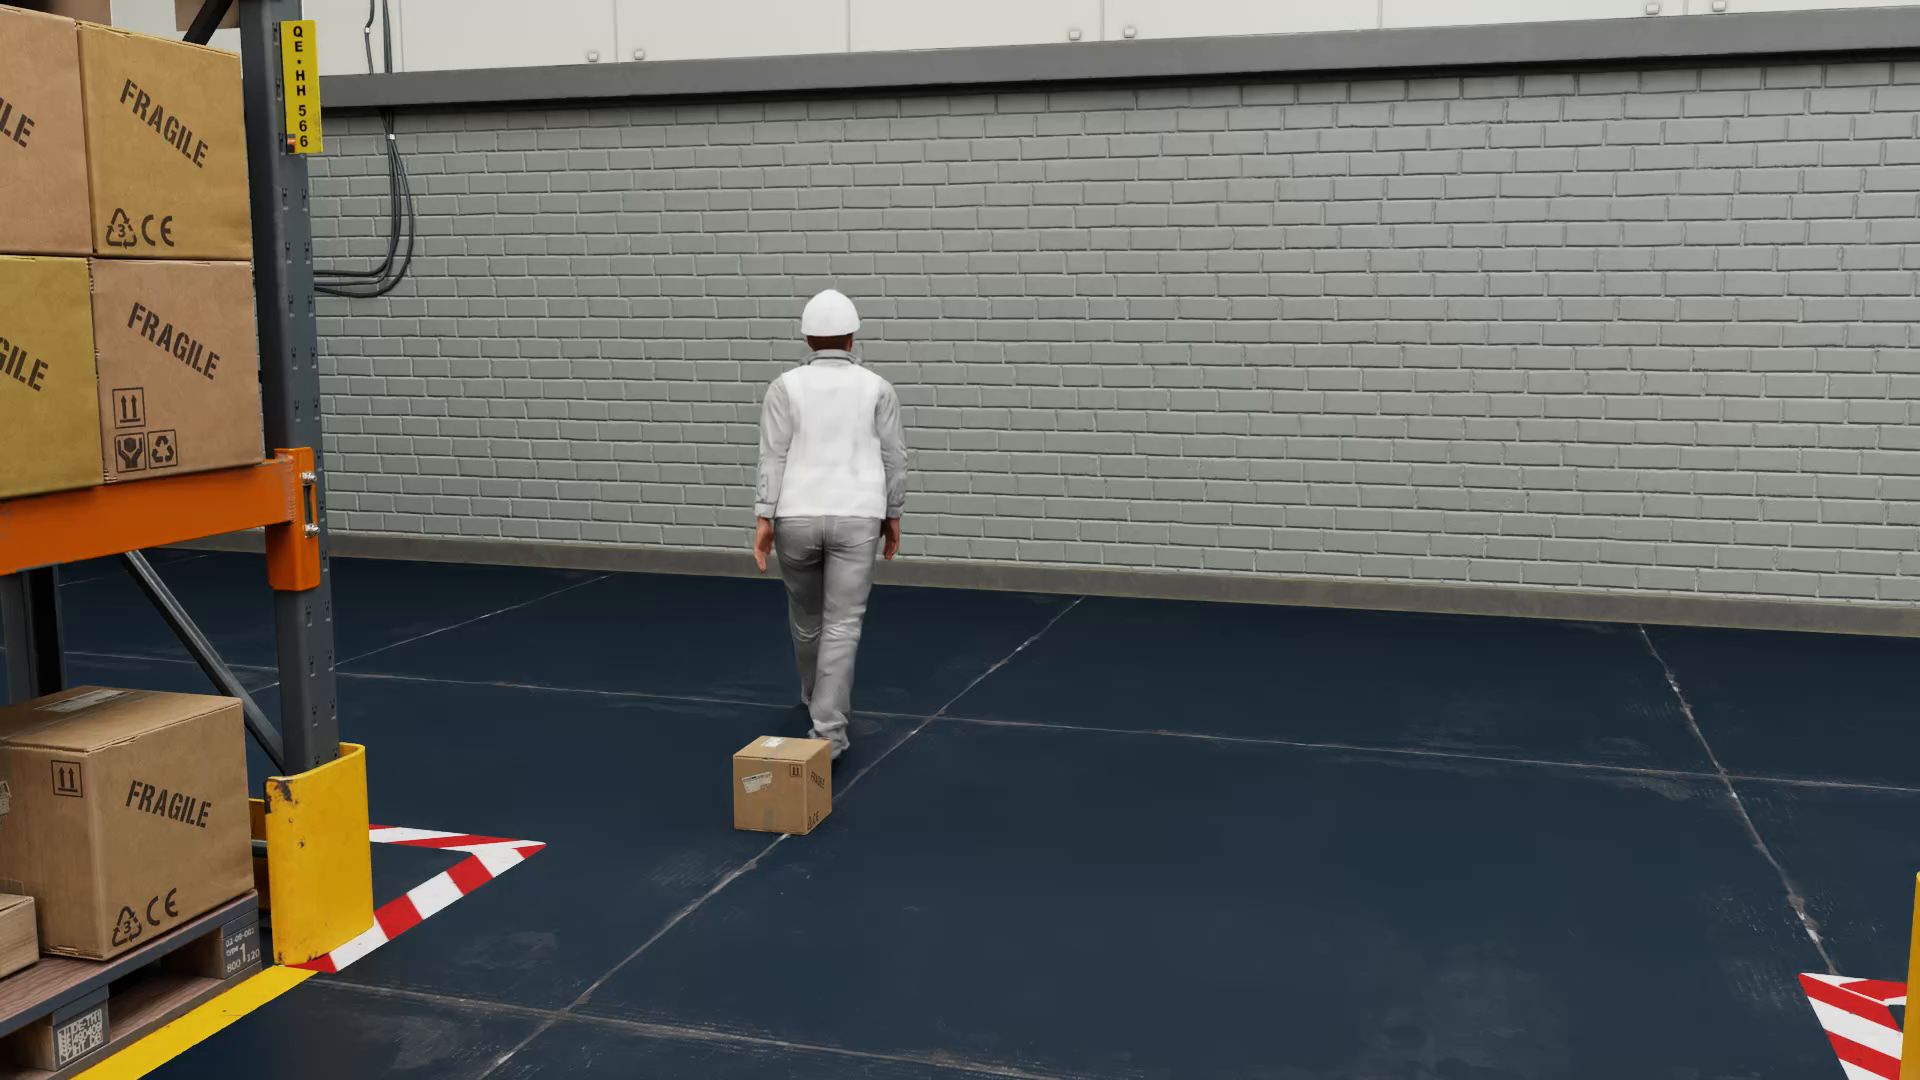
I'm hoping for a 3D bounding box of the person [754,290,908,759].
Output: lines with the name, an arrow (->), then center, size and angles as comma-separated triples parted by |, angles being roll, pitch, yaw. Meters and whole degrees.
person -> -0.481, -0.098, 6.390 | 0.564, 1.706, 1.029 | 0, 8, 3
